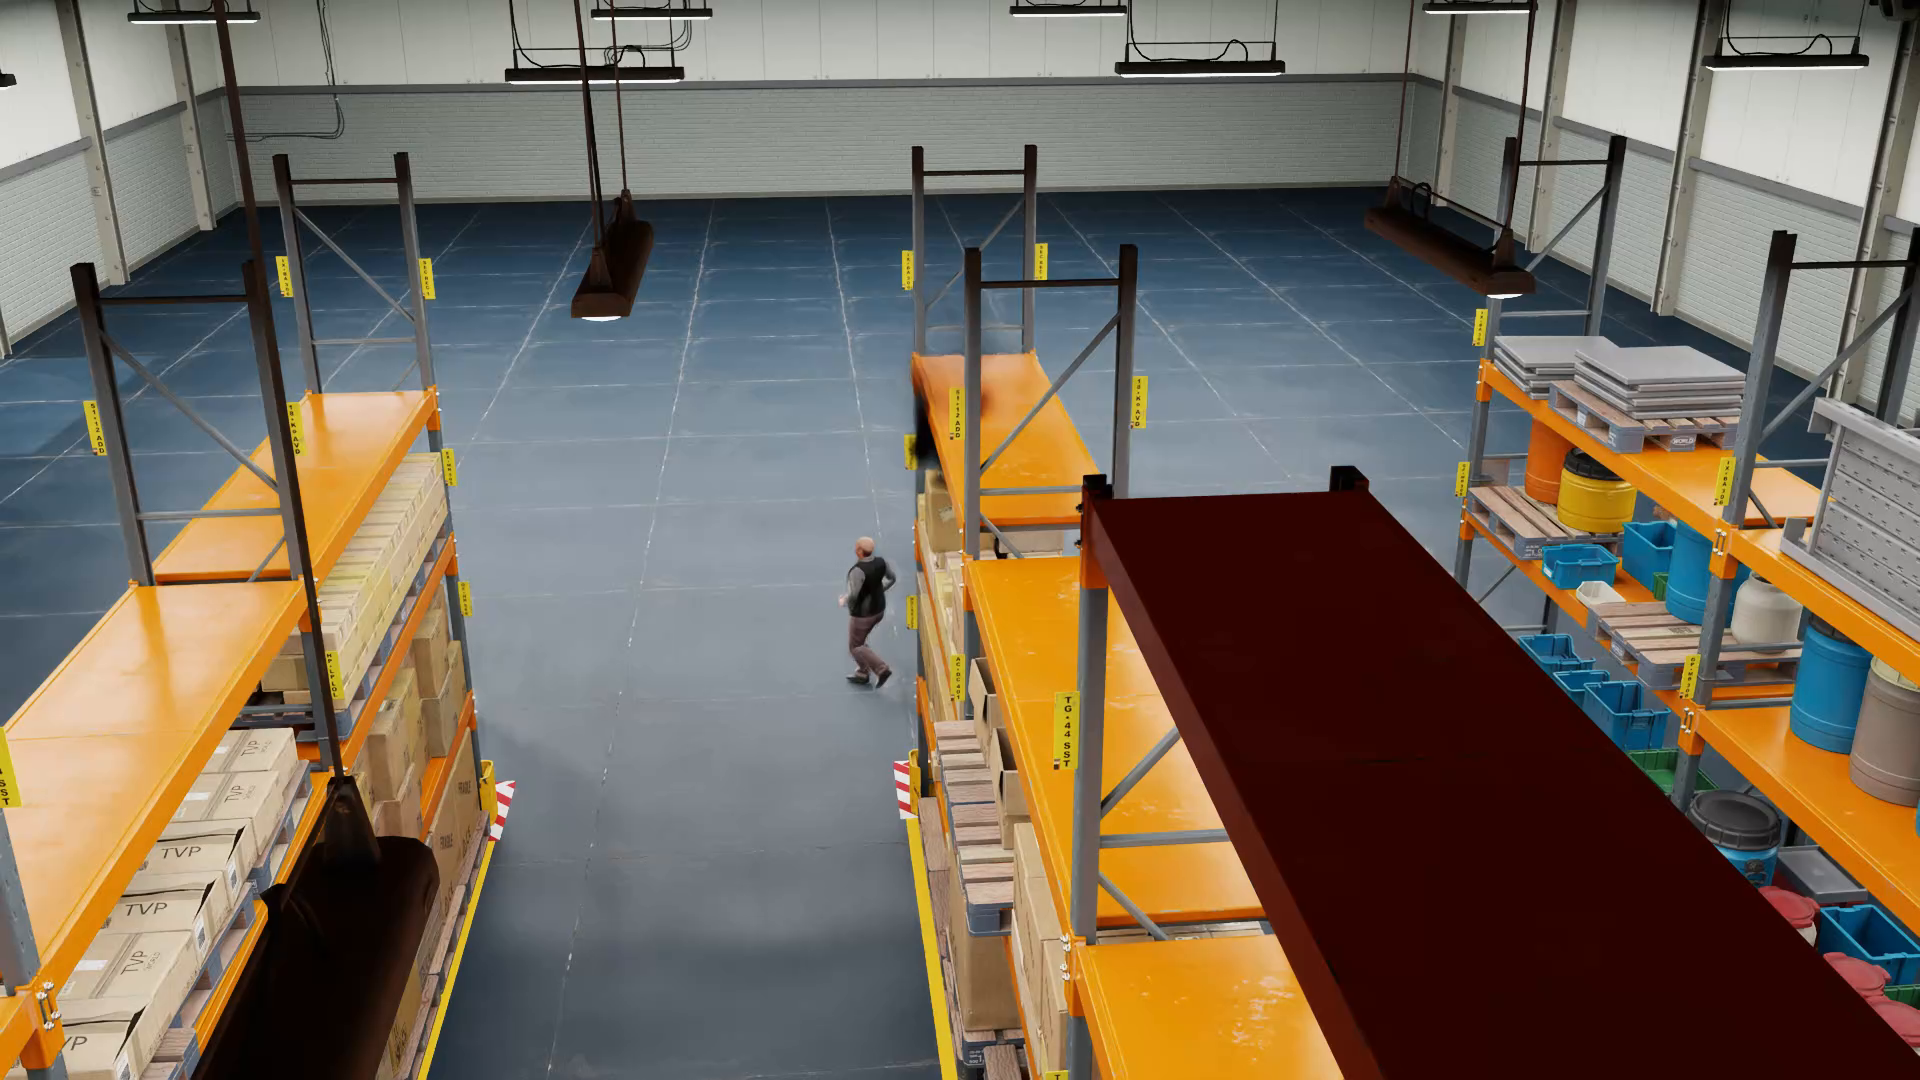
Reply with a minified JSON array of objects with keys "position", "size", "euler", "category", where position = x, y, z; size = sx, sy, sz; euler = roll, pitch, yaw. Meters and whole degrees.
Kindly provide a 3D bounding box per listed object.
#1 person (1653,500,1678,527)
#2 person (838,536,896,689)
[{"position":[7.669,0.386,18.225],"size":[0.929,1.802,0.634],"euler":[10,24,24],"category":"person"},{"position":[-0.940,0.769,17.405],"size":[0.705,1.706,0.681],"euler":[15,26,33],"category":"person"}]
